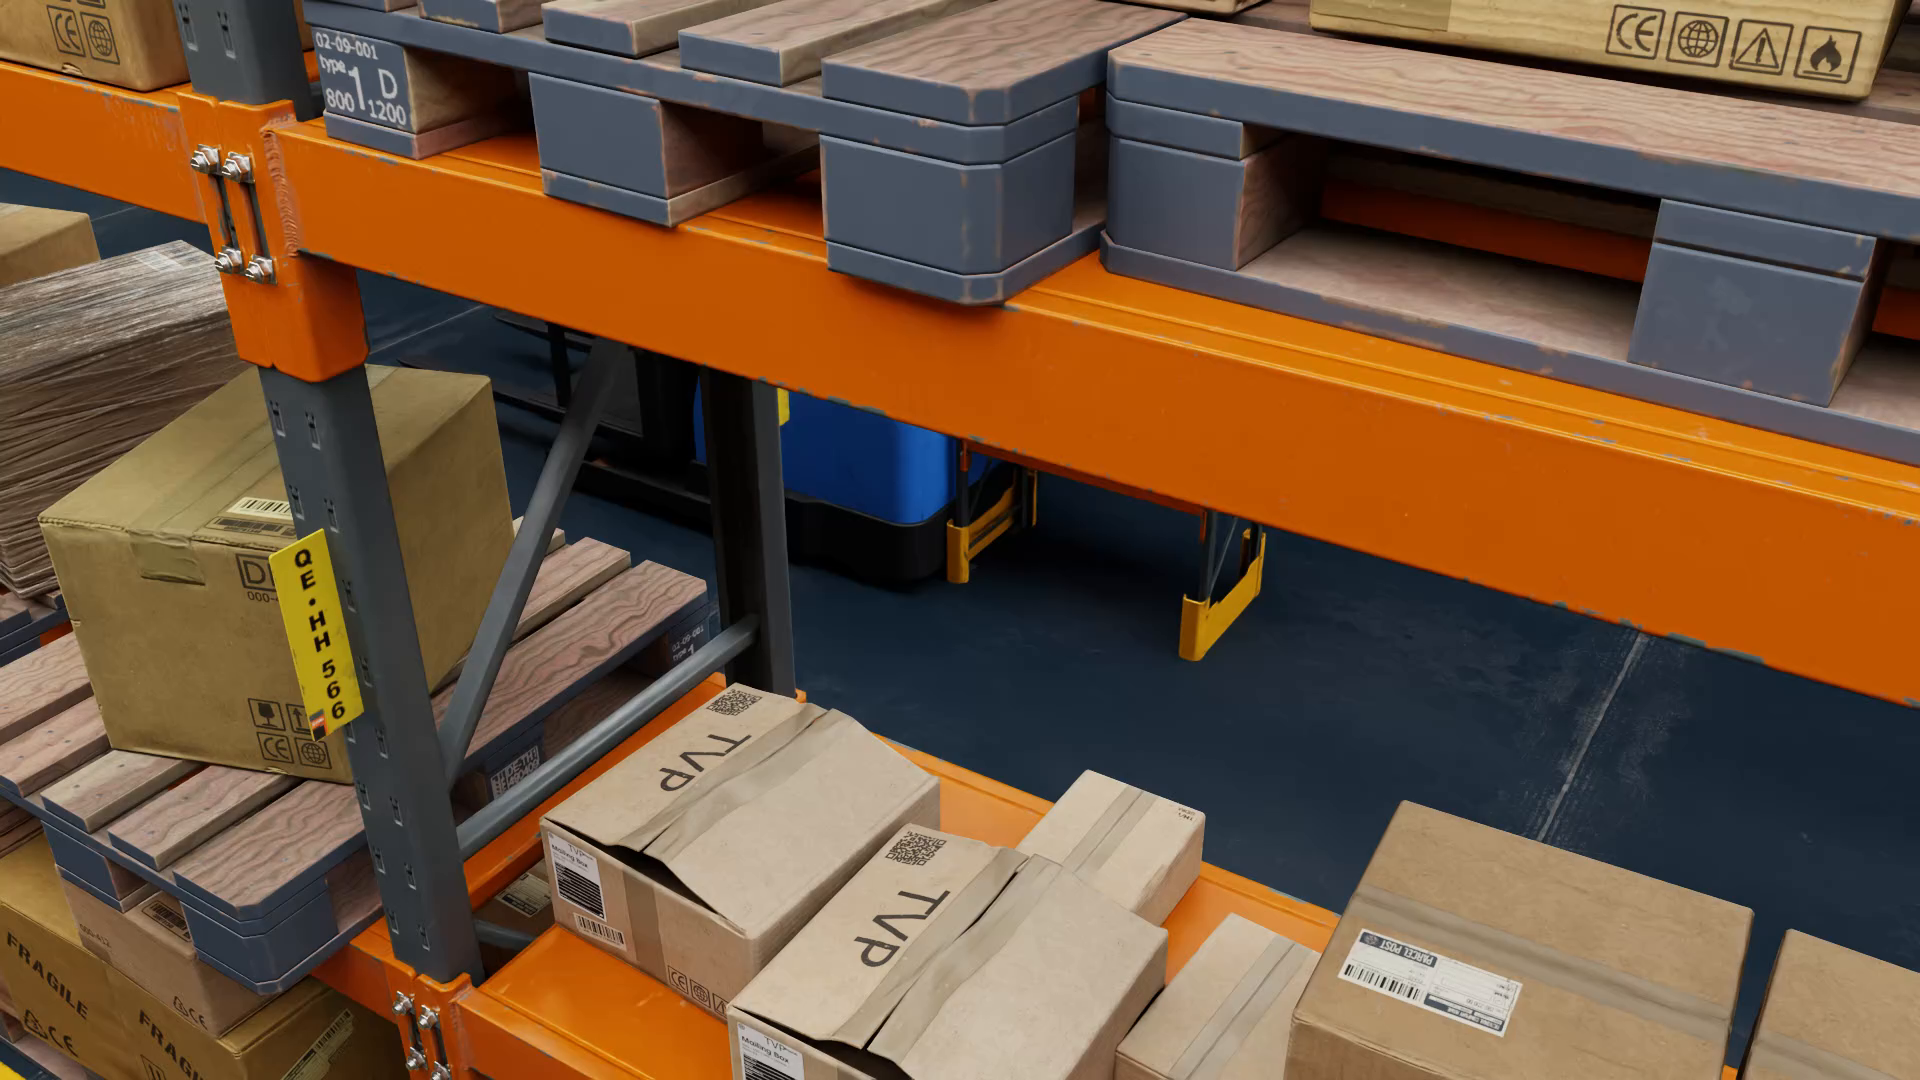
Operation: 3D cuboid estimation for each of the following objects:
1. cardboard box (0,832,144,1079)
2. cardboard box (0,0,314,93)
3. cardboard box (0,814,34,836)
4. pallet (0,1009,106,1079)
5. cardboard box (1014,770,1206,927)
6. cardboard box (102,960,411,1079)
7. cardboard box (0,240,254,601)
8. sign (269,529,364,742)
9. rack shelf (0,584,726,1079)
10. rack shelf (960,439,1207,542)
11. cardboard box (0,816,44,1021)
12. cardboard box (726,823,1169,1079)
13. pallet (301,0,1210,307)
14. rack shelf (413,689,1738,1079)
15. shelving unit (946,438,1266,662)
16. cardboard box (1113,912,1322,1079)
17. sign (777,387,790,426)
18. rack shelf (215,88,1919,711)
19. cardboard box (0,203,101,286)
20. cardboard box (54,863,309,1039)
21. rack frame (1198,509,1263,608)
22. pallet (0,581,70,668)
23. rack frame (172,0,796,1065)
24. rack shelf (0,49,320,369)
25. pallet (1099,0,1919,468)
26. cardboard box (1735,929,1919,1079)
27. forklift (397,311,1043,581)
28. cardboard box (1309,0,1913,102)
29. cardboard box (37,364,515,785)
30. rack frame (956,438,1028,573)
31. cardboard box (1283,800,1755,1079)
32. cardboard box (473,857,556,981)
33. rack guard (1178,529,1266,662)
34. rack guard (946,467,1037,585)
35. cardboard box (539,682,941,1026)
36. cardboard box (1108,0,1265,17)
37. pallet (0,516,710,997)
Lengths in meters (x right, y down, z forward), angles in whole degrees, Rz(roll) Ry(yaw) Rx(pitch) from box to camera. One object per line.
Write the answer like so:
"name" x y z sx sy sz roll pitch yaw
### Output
"cardboard box" -2.020 0.975 4.145 0.500 0.500 0.500 16 34 26
"cardboard box" -1.052 -1.067 2.525 0.500 0.500 0.910 18 35 27
"cardboard box" -2.500 0.505 4.208 0.500 0.250 0.500 17 34 26
"pallet" -2.306 1.036 4.765 1.213 0.211 1.003 18 35 27
"cardboard box" 0.244 0.606 2.983 0.250 0.149 0.380 18 35 27
"cardboard box" -1.582 1.114 3.908 0.500 0.500 0.500 19 35 29
"cardboard box" -1.931 -0.297 3.766 0.500 0.500 0.700 25 39 36
"sign" -0.945 0.143 2.458 0.005 0.325 0.100 18 35 27
"rack shelf" -2.359 0.150 4.230 4.000 0.370 1.077 18 35 27
"rack shelf" 0.560 -0.316 6.160 1.000 0.185 0.538 18 35 27
"cardboard box" -2.468 0.837 4.382 0.500 0.500 0.500 16 34 26
"cardboard box" -0.010 0.736 2.601 0.500 0.311 0.500 17 34 27
"pallet" -0.043 -0.696 2.176 1.003 0.211 1.213 19 35 30
"rack shelf" 1.029 1.221 2.394 4.000 0.370 1.077 18 35 27
"shelving unit" 0.553 -0.474 6.073 1.083 1.500 0.587 18 35 27
"cardboard box" 0.445 0.801 2.650 0.250 0.149 0.380 20 36 31
"sign" -0.373 -0.363 3.247 0.005 0.325 0.100 18 35 27
"rack shelf" 1.029 -0.074 1.638 4.000 0.370 1.077 18 35 27
"cardboard box" -2.524 -0.474 4.070 0.500 0.500 0.700 9 31 15
"cardboard box" -1.632 0.777 3.741 0.500 0.250 0.500 19 35 29
"rack frame" 0.991 -0.335 5.836 0.032 1.500 0.500 18 35 27
"pallet" -2.314 -0.061 4.069 1.213 0.211 1.003 18 35 27
"rack frame" -0.667 0.376 3.128 0.053 2.616 0.949 18 35 27
"rack shelf" -2.359 -1.146 3.475 4.000 0.370 1.077 18 35 27
"pallet" 0.906 -0.397 1.665 1.213 0.211 1.003 19 35 30
"cardboard box" 1.211 0.915 2.105 0.500 0.500 0.500 18 35 27
"forklift" -1.171 -1.658 6.683 3.031 2.935 1.130 18 35 27
"cardboard box" 0.681 -0.649 1.641 0.500 0.250 0.500 17 34 26
"cardboard box" -1.258 0.030 3.207 0.500 0.500 0.700 6 31 11
"rack frame" 0.129 -0.607 6.302 0.032 1.500 0.500 18 35 27
"cardboard box" 0.765 0.774 2.347 0.500 0.500 0.500 16 34 25
"cardboard box" -0.898 1.021 4.068 0.500 0.500 0.500 19 35 29
"rack guard" 0.975 0.199 6.160 0.087 0.250 0.587 18 35 27
"rack guard" 0.130 -0.067 6.617 0.087 0.250 0.587 18 35 27
"cardboard box" -0.380 0.529 2.954 0.500 0.311 0.500 20 36 30
"cardboard box" 0.203 -0.807 1.912 0.500 0.250 0.500 19 35 29
"pallet" -1.276 0.306 3.439 1.003 0.211 1.213 18 35 27
